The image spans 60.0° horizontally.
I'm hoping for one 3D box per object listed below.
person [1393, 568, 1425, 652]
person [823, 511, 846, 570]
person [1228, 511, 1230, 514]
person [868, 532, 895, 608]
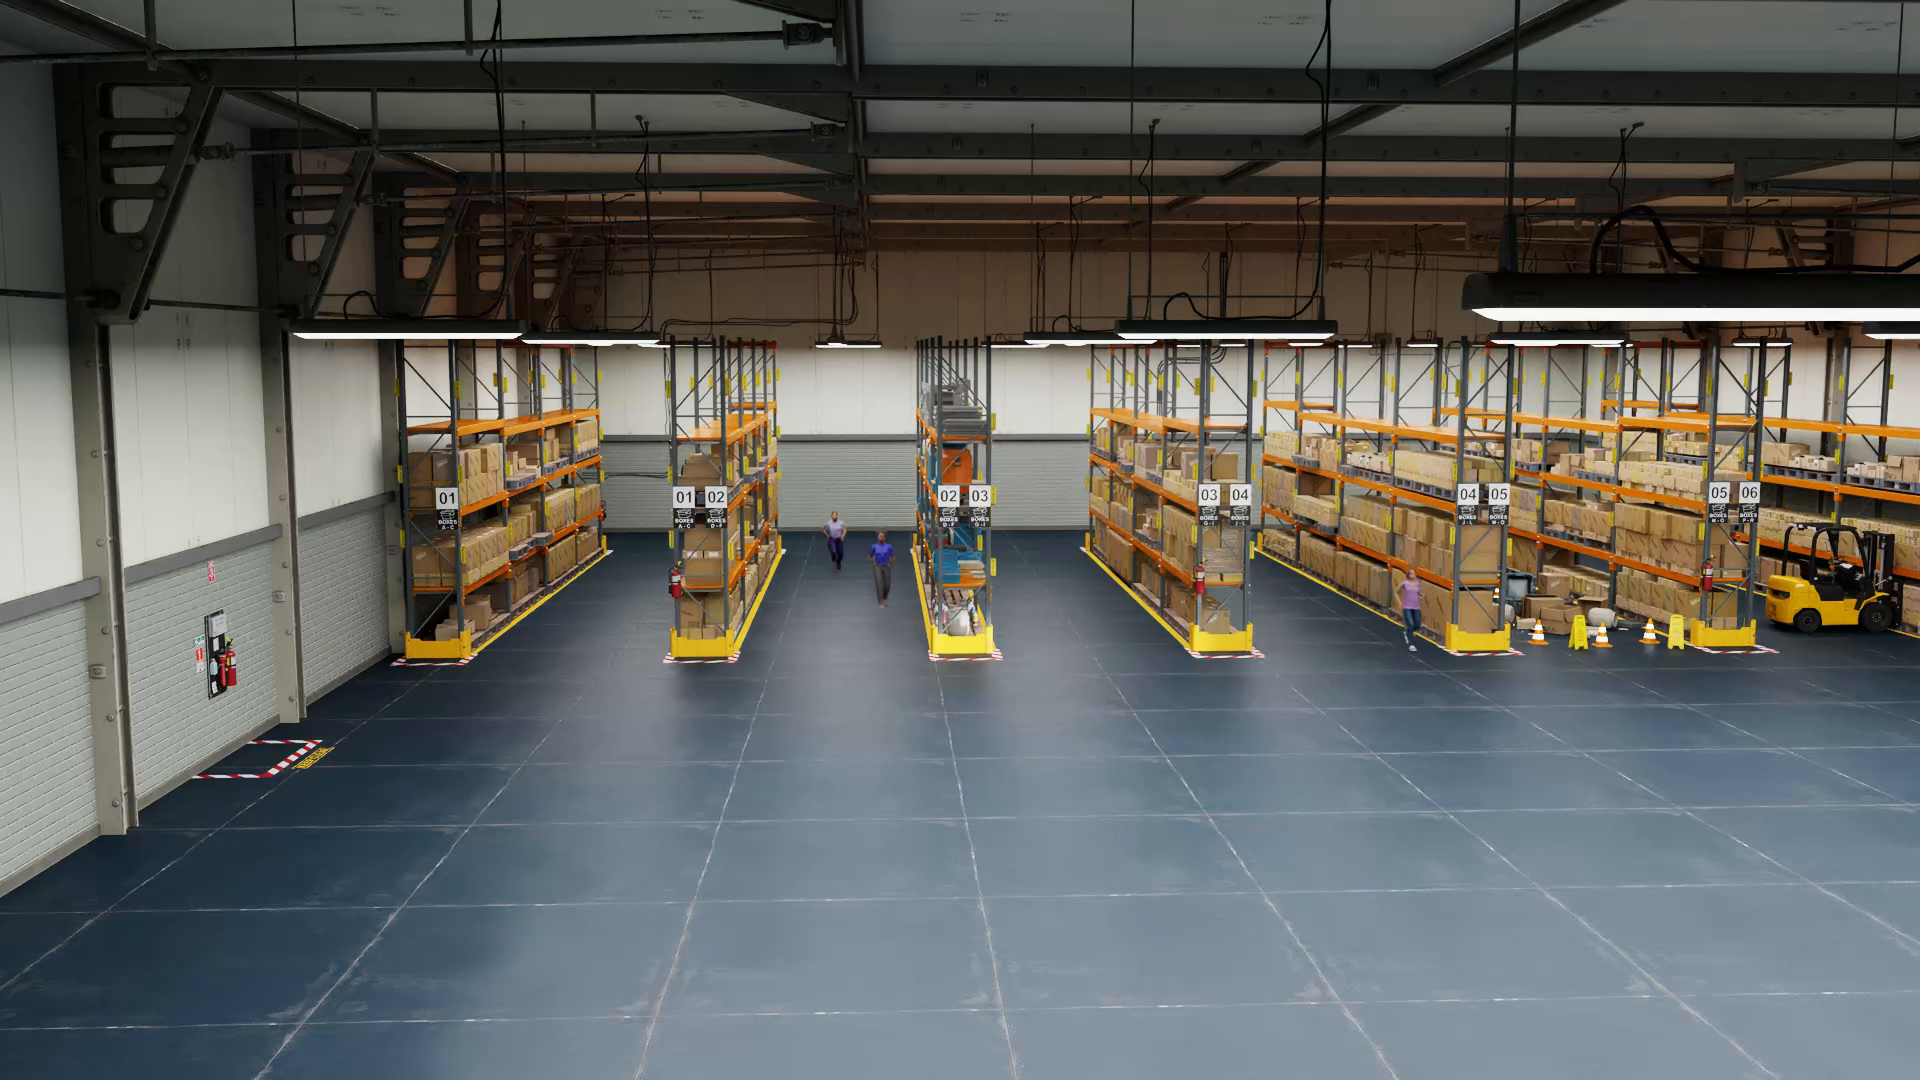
[{"bbox_3d":[8.654,1.327,31.953,0.568,1.556,0.760,-1,7,-5],"label":"person"},{"bbox_3d":[-3.223,0.030,42.909,0.603,1.548,0.652,-1,7,-11],"label":"person"},{"bbox_3d":[7.481,-0.617,48.354,0.793,1.765,0.891,5,8,39],"label":"person"},{"bbox_3d":[-1.659,0.633,35.218,0.573,1.616,0.516,-1,7,-7],"label":"person"}]
